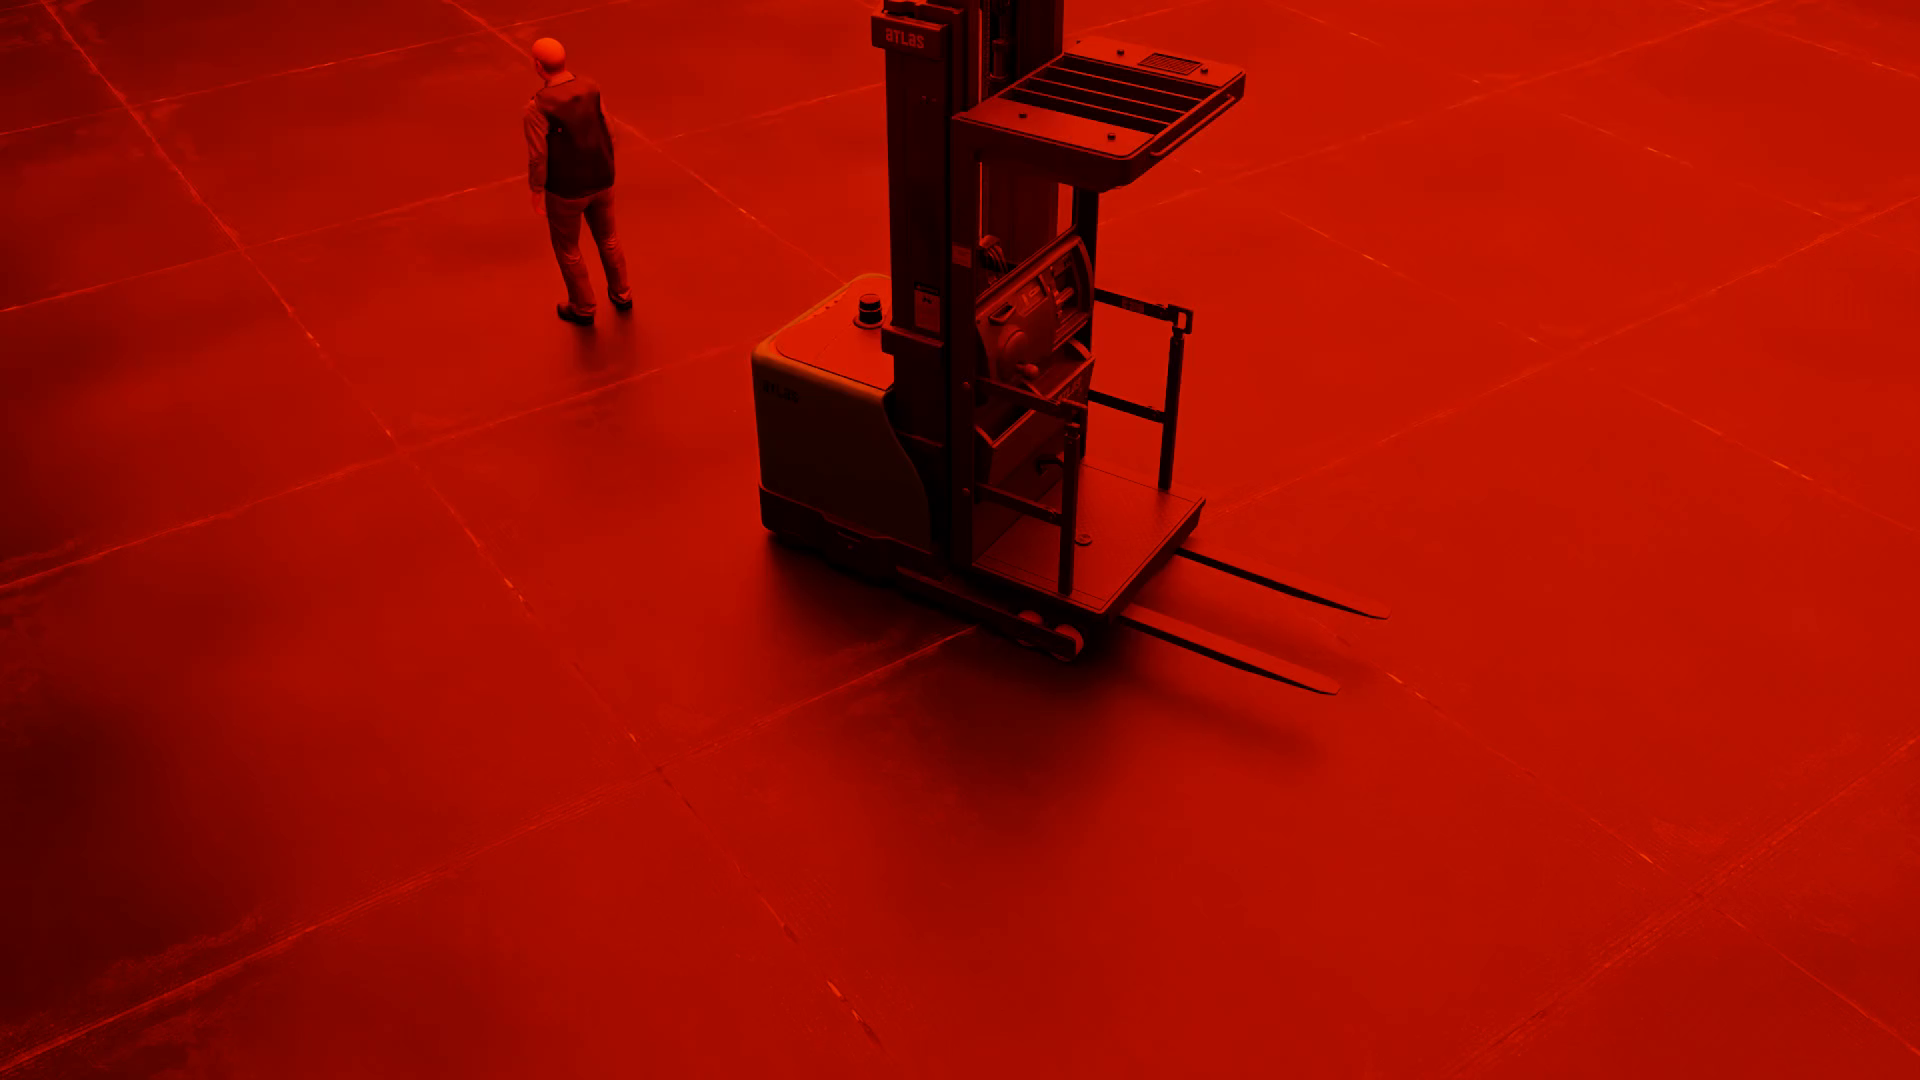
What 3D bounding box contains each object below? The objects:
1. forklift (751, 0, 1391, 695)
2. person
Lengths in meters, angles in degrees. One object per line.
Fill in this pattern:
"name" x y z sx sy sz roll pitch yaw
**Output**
"forklift" 0.514 -0.985 7.276 3.031 2.935 1.130 21 41 26
"person" -2.252 -2.093 9.793 0.593 1.722 0.418 -30 46 -34
